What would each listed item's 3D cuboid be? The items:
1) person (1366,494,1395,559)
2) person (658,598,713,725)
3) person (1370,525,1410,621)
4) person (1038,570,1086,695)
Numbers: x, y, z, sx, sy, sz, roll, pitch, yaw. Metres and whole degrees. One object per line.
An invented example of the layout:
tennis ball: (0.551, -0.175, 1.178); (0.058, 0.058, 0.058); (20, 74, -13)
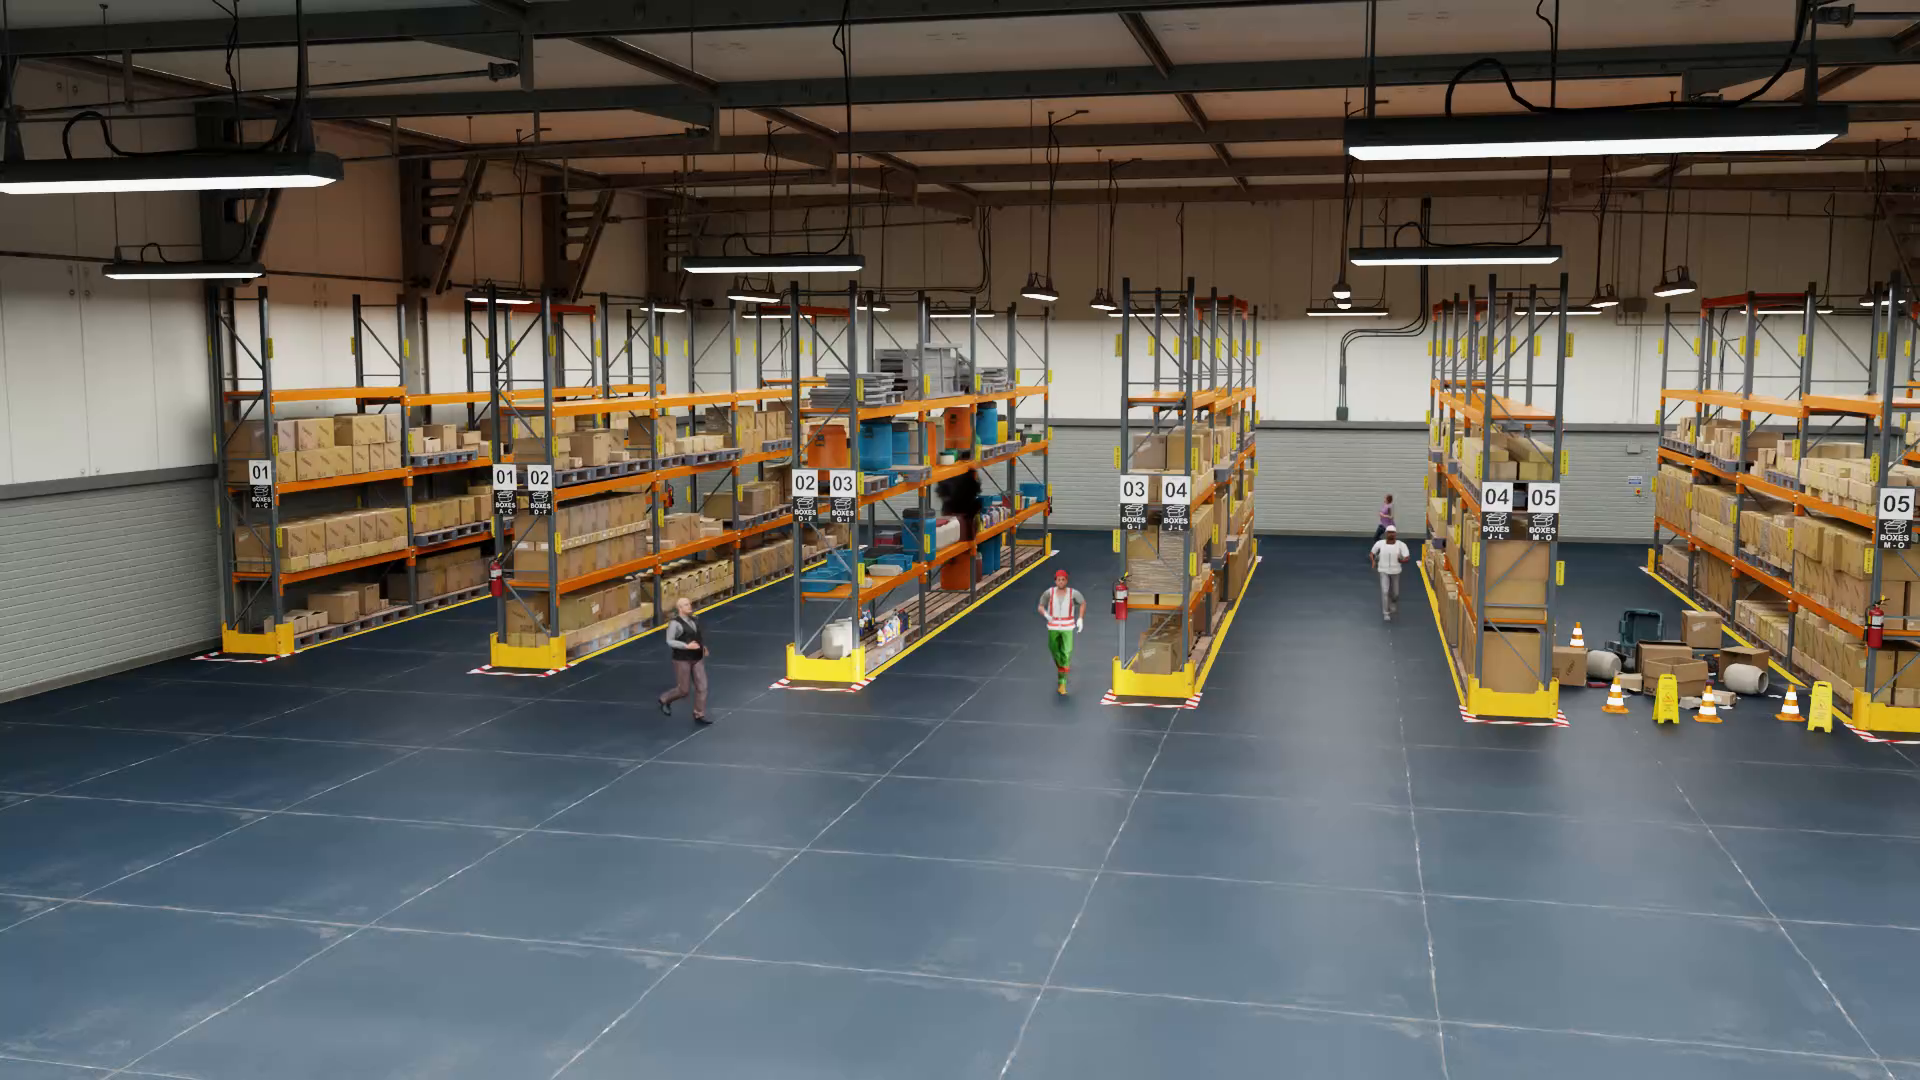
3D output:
person: (10.182, -0.311, 39.513); (0.779, 1.550, 0.639); (-2, 7, -21)
person: (-3.660, 1.613, 22.253); (0.825, 1.691, 0.673); (4, 8, 34)
person: (7.950, 0.597, 30.769); (0.714, 1.747, 0.932); (1, 7, 12)
person: (1.489, 1.318, 24.474); (0.694, 1.783, 0.915); (1, 7, 10)
